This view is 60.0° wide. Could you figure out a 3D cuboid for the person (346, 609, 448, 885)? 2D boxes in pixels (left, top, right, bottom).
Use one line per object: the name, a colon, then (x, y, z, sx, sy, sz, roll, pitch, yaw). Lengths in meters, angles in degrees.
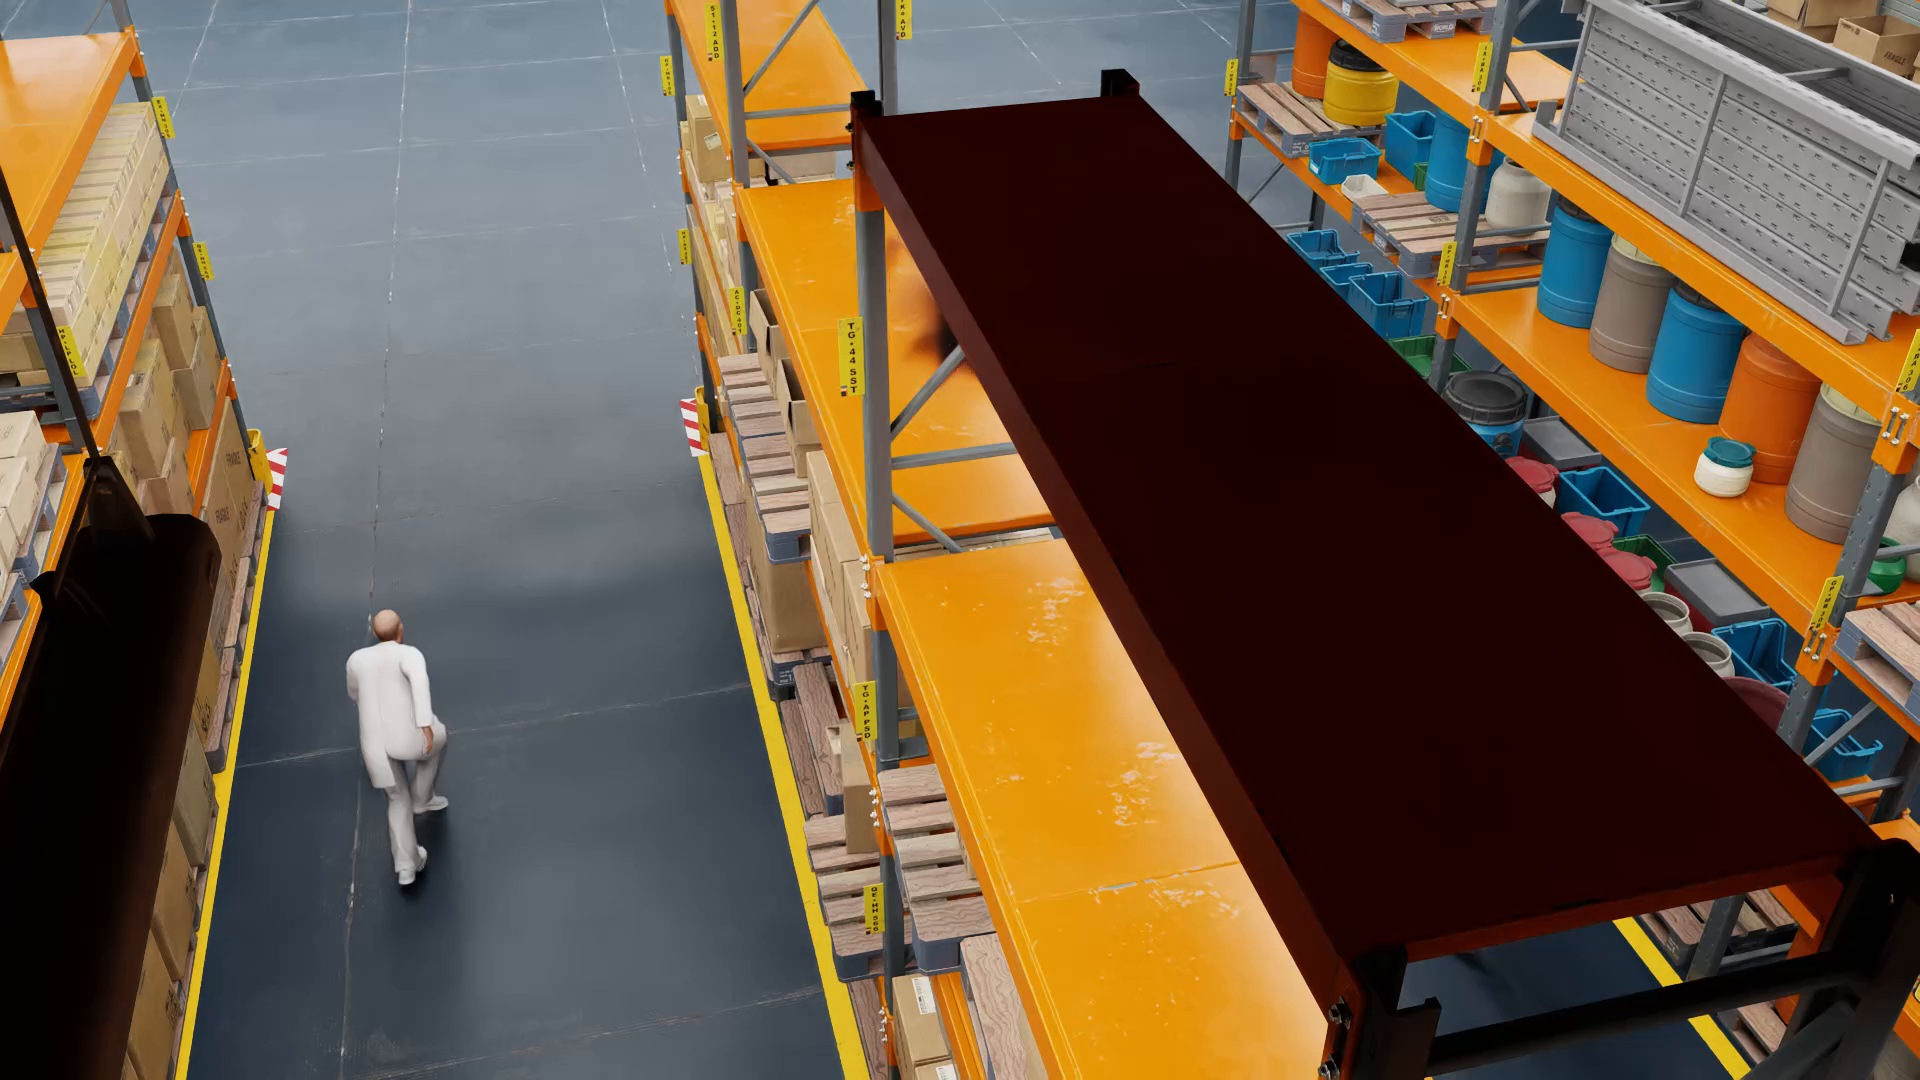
person: (-3.654, 1.339, 10.793, 0.692, 1.567, 1.239, 0, 34, -1)
